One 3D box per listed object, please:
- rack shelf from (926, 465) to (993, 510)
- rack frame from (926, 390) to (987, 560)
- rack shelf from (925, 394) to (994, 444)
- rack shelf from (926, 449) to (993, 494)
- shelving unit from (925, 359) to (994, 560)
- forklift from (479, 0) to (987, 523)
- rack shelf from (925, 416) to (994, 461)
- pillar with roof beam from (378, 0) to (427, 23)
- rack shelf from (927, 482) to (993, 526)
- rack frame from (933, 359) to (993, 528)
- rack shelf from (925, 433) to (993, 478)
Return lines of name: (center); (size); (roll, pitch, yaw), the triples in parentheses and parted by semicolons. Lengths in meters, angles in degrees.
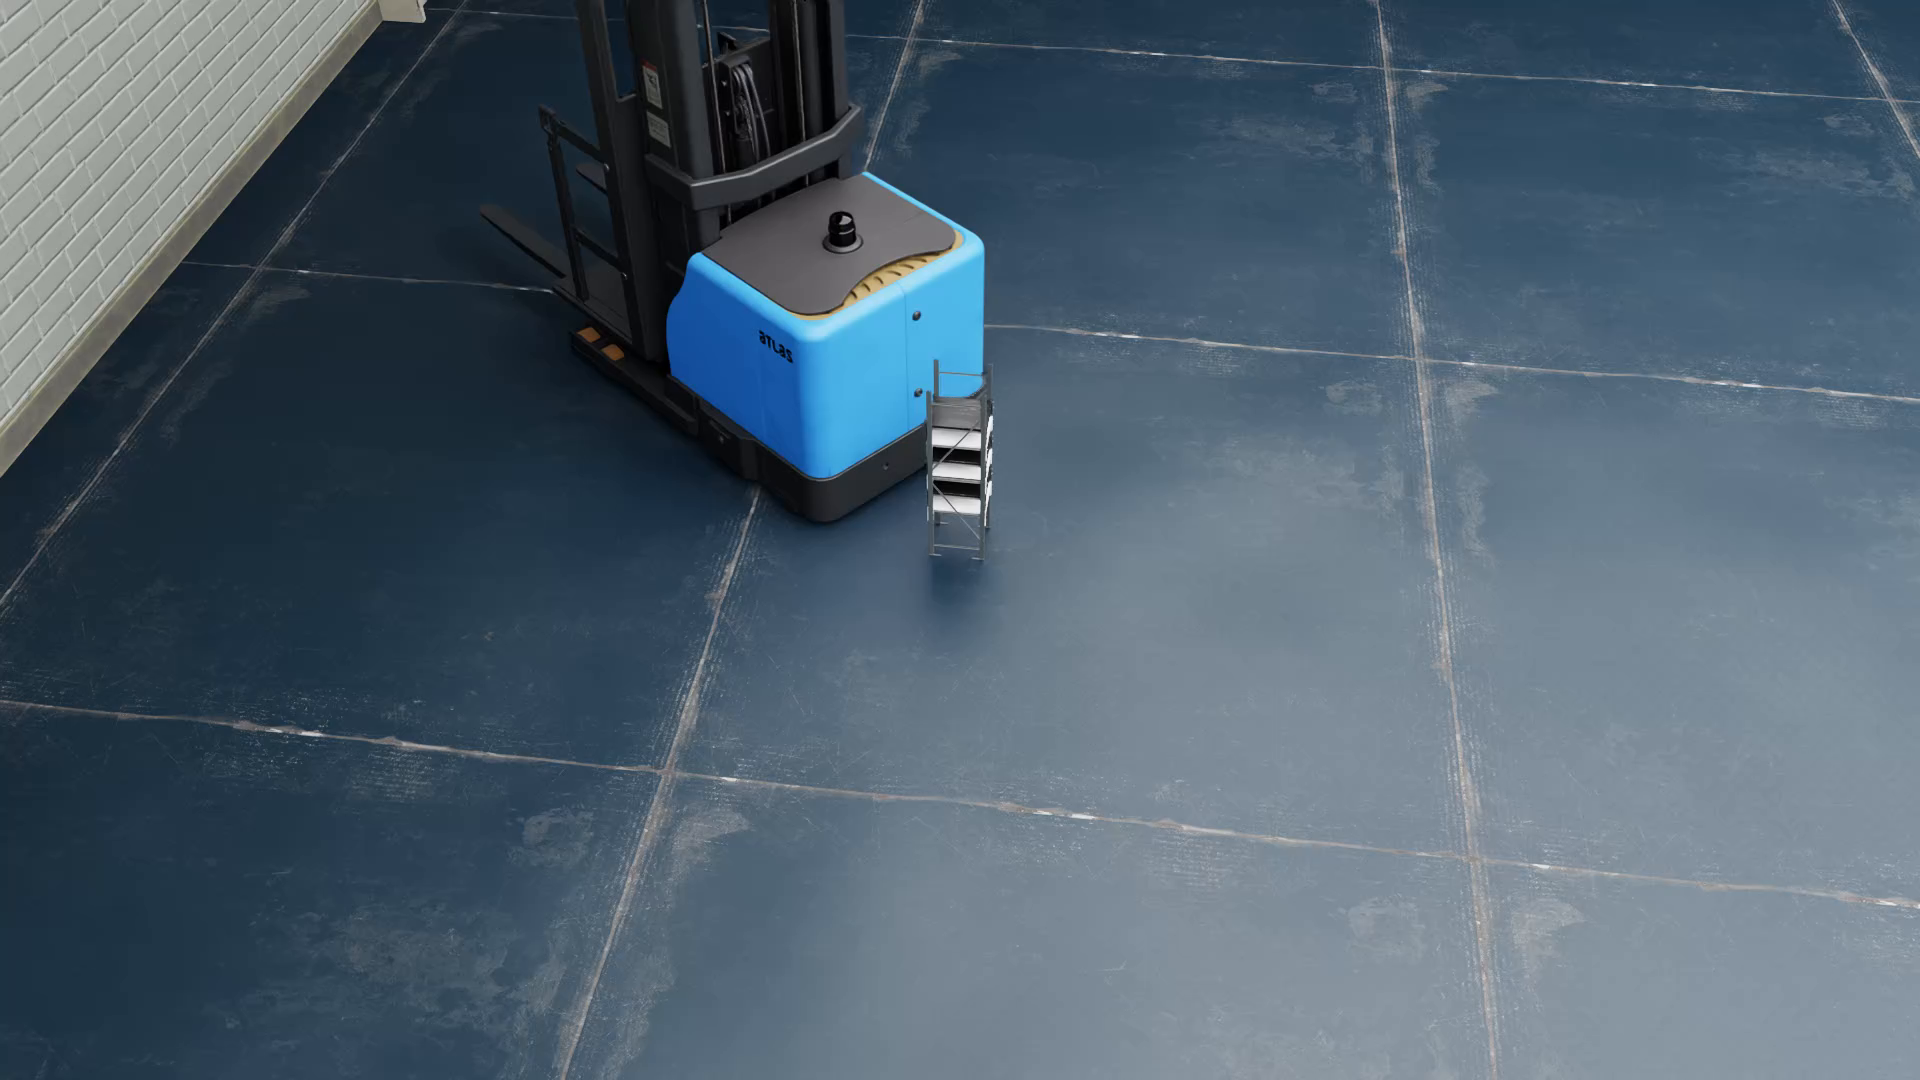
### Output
rack shelf: (-0.001, -0.232, 7.020); (0.258, 0.077, 0.200); (5, 44, 6)
rack frame: (-0.015, -0.252, 6.862); (0.240, 0.900, 0.006); (5, 44, 6)
rack shelf: (-0.001, -0.493, 6.772); (0.258, 0.077, 0.200); (5, 44, 6)
rack shelf: (-0.001, -0.297, 6.958); (0.258, 0.077, 0.200); (5, 44, 6)
shelving unit: (-0.001, -0.321, 6.935); (0.258, 0.900, 0.210); (5, 44, 6)
forklift: (-1.255, -2.058, 7.292); (1.130, 2.935, 3.031); (-33, 53, -30)
rack shelf: (-0.001, -0.428, 6.834); (0.258, 0.077, 0.200); (5, 44, 6)
pillar with roof beam: (0.654, -6.384, 7.447); (9.100, 9.000, 0.400); (5, 44, 6)
rack shelf: (-0.001, -0.166, 7.081); (0.258, 0.077, 0.200); (5, 44, 6)
rack frame: (0.012, -0.391, 7.008); (0.240, 0.900, 0.006); (5, 44, 6)
rack shelf: (-0.001, -0.362, 6.896); (0.258, 0.077, 0.200); (5, 44, 6)
